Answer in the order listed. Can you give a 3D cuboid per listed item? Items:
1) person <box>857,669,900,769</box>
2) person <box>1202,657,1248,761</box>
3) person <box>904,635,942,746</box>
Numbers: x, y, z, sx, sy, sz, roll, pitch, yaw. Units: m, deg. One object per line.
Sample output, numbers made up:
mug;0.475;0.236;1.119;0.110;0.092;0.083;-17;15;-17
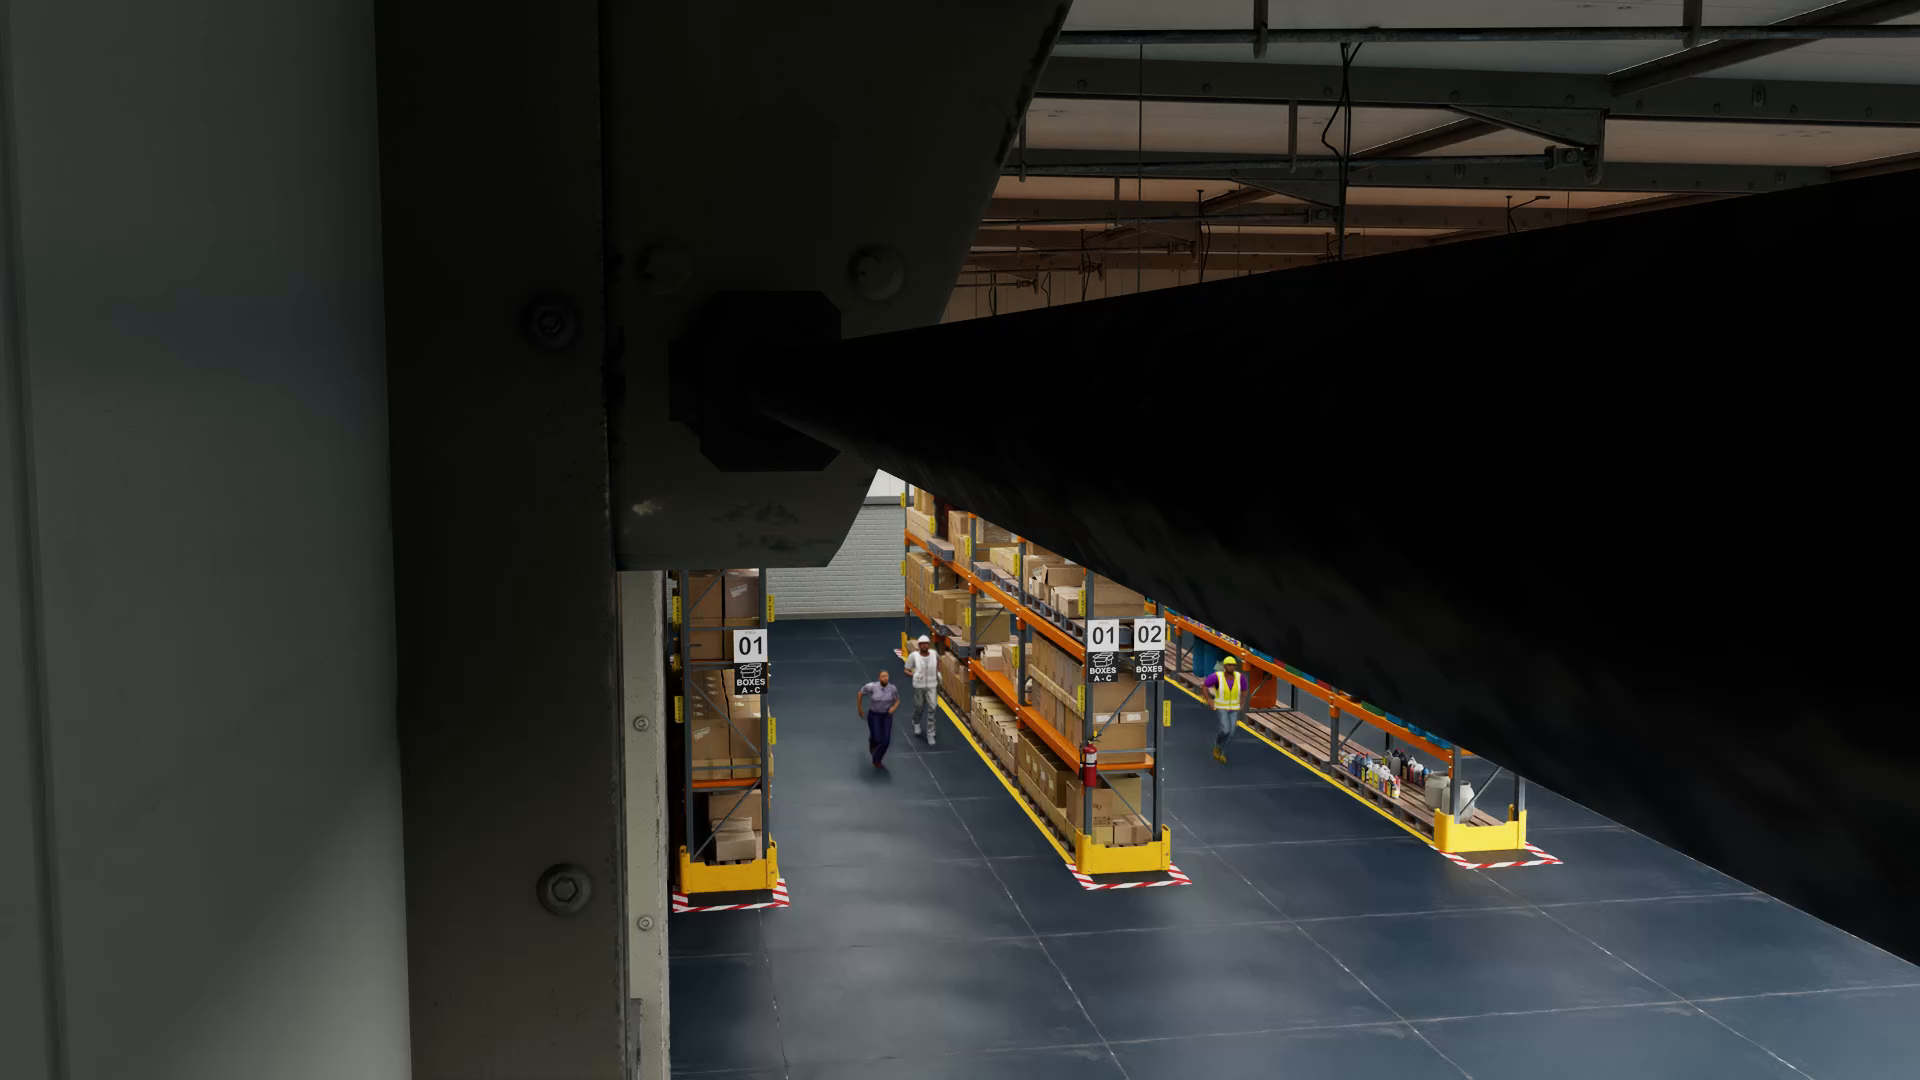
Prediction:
person;-1.258;2.833;26.254;0.645;1.600;0.595;-2;6;-18
person;4.277;2.707;26.585;0.695;1.717;0.645;-1;6;-13
person;-0.610;2.497;28.201;0.686;1.780;0.907;-1;6;-11
